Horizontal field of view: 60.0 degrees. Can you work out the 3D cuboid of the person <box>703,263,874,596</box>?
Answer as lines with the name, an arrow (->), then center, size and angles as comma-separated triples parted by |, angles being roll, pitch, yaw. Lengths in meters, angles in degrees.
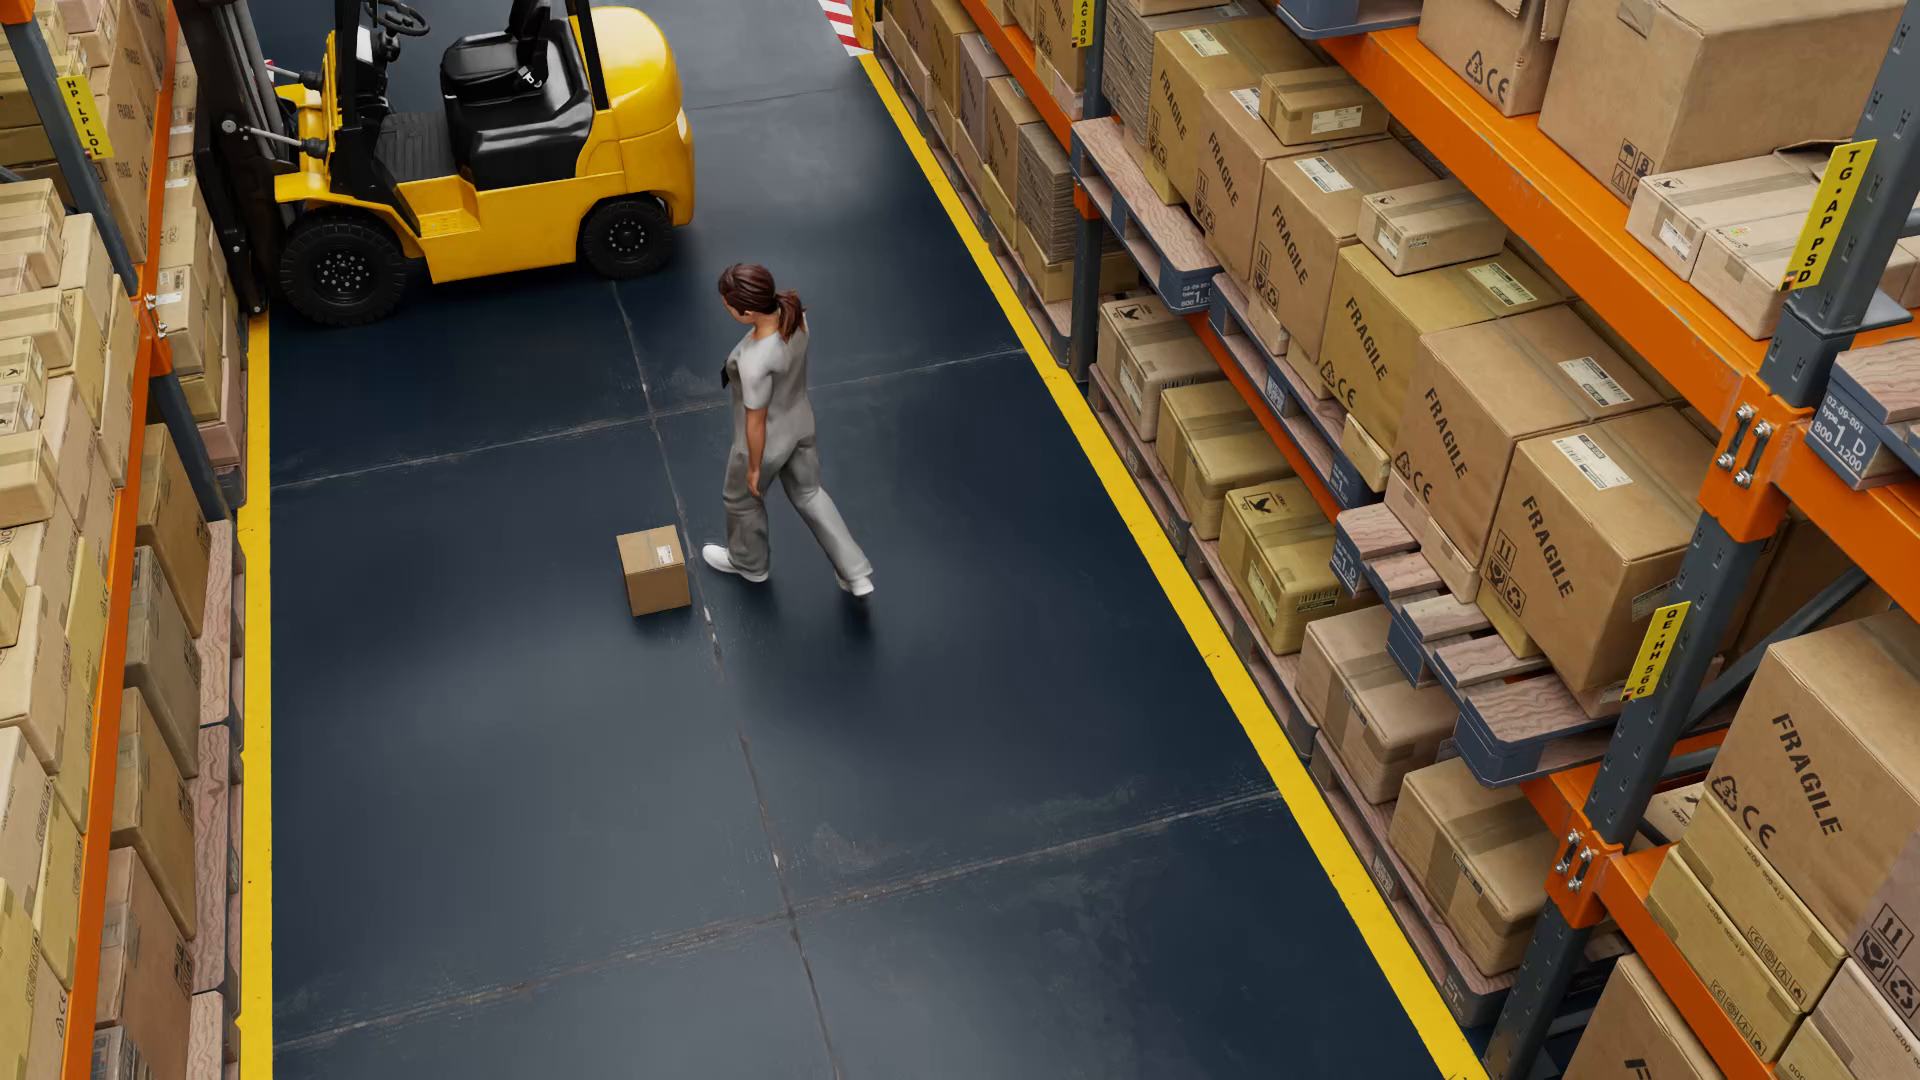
person -> -0.715, -0.417, 6.613 | 0.830, 1.652, 0.483 | 23, 47, 23
